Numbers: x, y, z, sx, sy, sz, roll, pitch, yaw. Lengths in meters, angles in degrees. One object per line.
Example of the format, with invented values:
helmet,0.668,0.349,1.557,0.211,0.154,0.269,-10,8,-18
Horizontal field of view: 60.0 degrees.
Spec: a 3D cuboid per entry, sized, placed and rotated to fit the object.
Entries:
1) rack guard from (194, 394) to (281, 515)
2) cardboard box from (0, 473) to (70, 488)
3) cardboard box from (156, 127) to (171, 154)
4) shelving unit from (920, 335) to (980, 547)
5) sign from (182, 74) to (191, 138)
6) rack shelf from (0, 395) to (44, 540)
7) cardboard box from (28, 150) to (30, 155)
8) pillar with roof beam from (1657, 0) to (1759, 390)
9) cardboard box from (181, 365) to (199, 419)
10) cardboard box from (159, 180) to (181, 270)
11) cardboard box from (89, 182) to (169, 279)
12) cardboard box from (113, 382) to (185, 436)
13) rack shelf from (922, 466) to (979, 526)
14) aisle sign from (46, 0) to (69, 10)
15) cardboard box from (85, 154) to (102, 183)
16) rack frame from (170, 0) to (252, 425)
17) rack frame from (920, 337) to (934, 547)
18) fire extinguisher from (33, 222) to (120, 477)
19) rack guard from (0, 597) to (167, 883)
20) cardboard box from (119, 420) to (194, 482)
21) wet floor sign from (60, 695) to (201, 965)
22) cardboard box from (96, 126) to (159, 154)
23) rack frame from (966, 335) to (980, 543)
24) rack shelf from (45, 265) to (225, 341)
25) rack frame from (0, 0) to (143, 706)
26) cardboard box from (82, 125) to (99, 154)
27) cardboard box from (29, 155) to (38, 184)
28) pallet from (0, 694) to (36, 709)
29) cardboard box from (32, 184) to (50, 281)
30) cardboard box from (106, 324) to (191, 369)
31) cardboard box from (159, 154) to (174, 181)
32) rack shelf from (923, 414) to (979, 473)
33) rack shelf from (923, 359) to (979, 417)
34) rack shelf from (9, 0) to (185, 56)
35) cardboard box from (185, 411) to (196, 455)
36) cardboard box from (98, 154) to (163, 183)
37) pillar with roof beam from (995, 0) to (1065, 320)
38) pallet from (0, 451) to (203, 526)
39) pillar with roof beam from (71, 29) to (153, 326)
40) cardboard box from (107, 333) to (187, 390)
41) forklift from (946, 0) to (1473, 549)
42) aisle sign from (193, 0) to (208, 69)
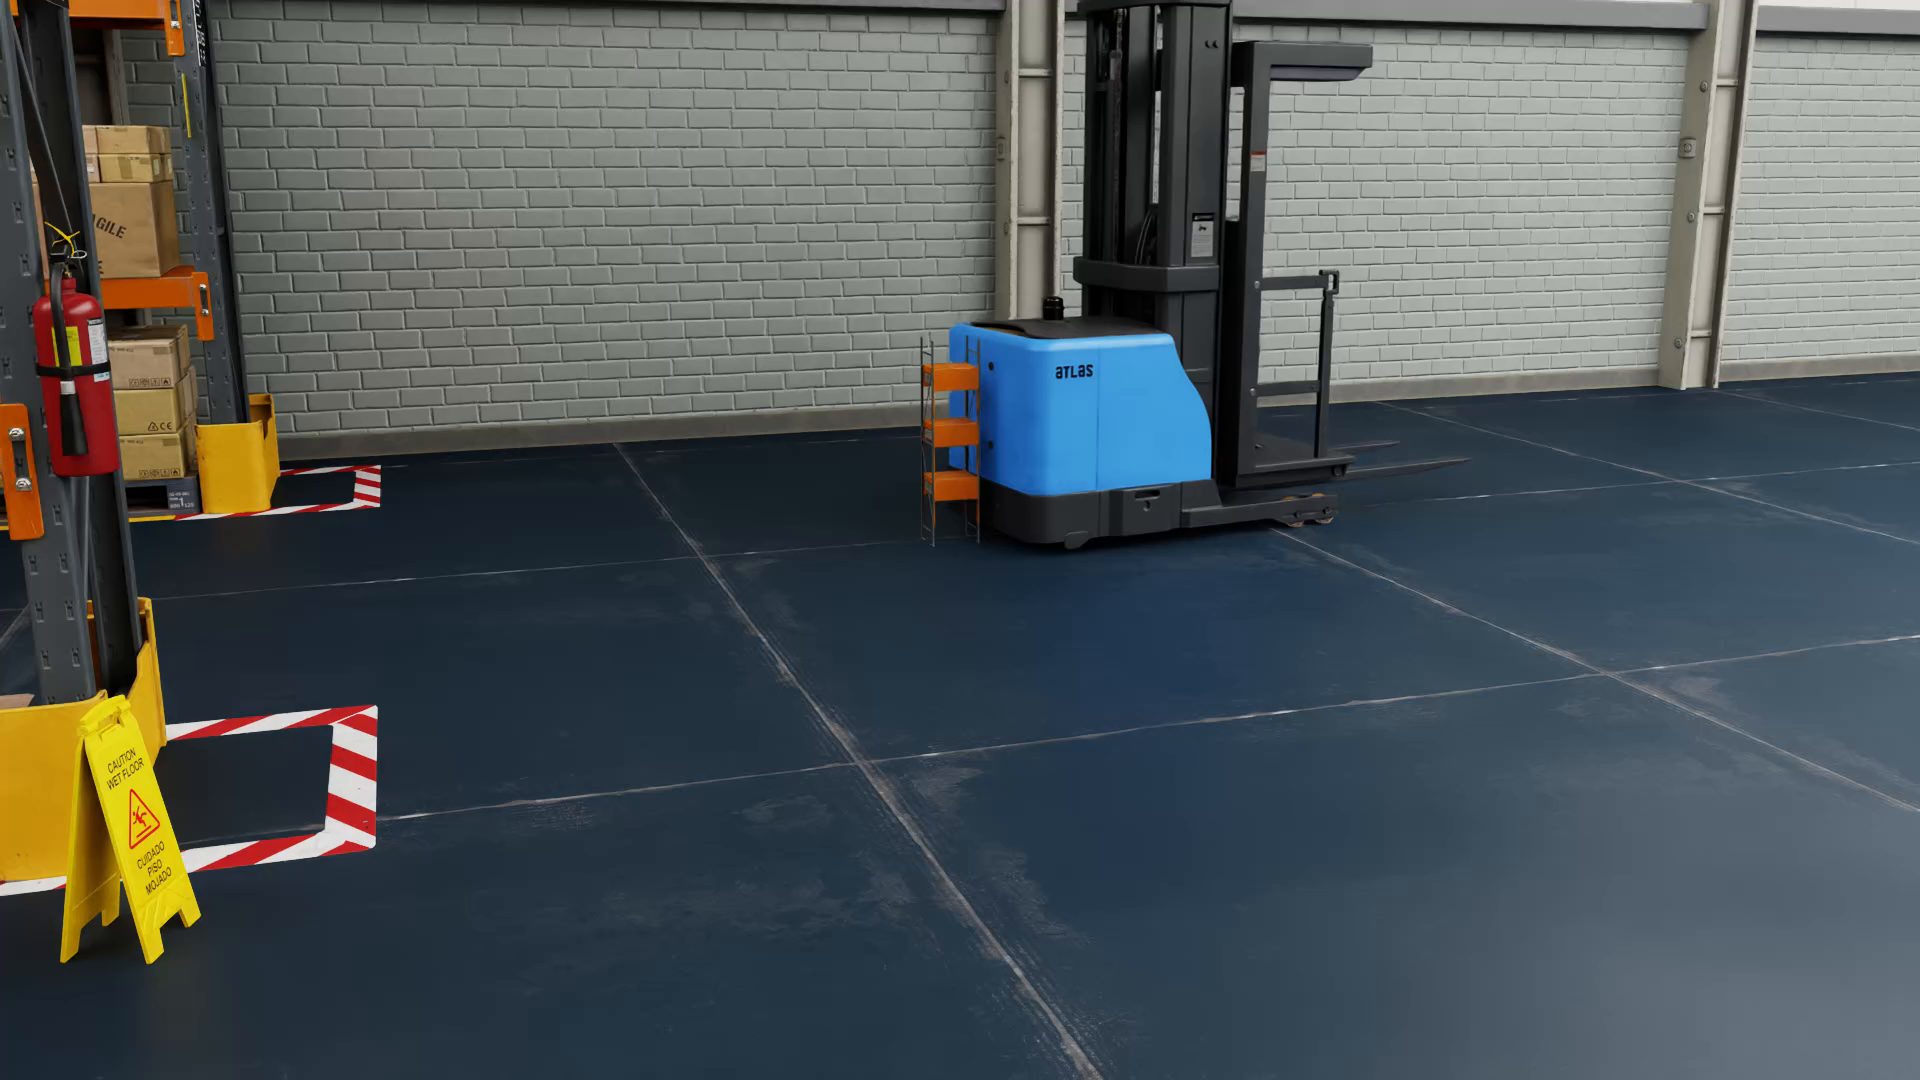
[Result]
rack guard,-4.225,-0.521,9.752,0.348,0.500,1.175,-4,14,-18
cardboard box,-5.066,-0.463,9.142,0.500,0.250,0.500,-4,14,-18
cardboard box,-4.634,-2.266,9.427,0.250,0.149,0.380,-5,14,-19
shelving unit,-0.051,-0.507,8.505,0.252,1.050,0.215,-4,14,-18
sign,-4.088,-2.294,8.789,0.005,0.325,0.100,-4,14,-18
rack shelf,-4.556,-0.149,4.342,4.000,0.370,1.077,-4,14,-18
cardboard box,-4.983,-2.121,8.817,0.250,0.149,0.380,-4,14,-17
pillar with roof beam,7.552,-4.741,9.130,0.400,9.000,9.100,-4,14,-18
cardboard box,-4.759,-0.856,9.713,0.500,0.250,0.500,-4,14,-17
cardboard box,-4.806,-1.808,9.546,0.500,0.500,0.500,-4,14,-16
cardboard box,-4.630,-1.690,9.049,0.500,0.500,0.500,-5,14,-19
cardboard box,-4.609,-0.740,9.228,0.500,0.250,0.500,-5,14,-19
rack shelf,-0.051,-0.226,8.571,0.240,0.259,0.215,-4,14,-18
aisle sign,-2.701,-1.984,4.884,0.004,0.787,0.394,-4,14,-18
cardboard box,-4.719,-1.987,8.896,0.250,0.149,0.380,-4,14,-17
rack frame,-4.247,-1.735,9.455,0.127,3.000,1.000,-4,14,-18
rack frame,-0.166,-0.498,8.467,0.008,1.050,0.200,-4,14,-18
fire extinguisher,-2.405,-0.517,4.499,0.183,0.674,0.296,-4,14,-18
rack guard,-2.733,0.575,5.145,0.348,0.500,1.175,-4,14,-18
cardboard box,-4.592,-0.498,9.288,0.500,0.250,0.500,-4,14,-18
wet floor sign,-2.139,0.719,4.225,0.232,0.644,0.267,0,13,1
cardboard box,-4.520,-2.171,9.029,0.250,0.149,0.380,-4,14,-18
rack frame,0.065,-0.516,8.543,0.008,1.050,0.200,-4,14,-18
rack shelf,-6.143,-1.238,8.918,4.000,0.370,1.077,-4,14,-18
rack frame,-2.661,-0.647,4.880,0.127,3.000,1.000,-4,14,-18
cardboard box,-4.744,-2.146,8.924,0.250,0.149,0.380,-4,14,-18
cardboard box,-4.985,-1.981,8.872,0.250,0.149,0.380,-4,14,-17
pallet,-3.514,0.768,4.959,1.213,0.211,1.003,-4,14,-18
cardboard box,-5.125,-1.654,8.897,0.500,0.500,0.500,-4,14,-16
cardboard box,-4.763,-1.094,9.635,0.500,0.250,0.500,-5,14,-19
cardboard box,-4.652,-2.131,9.503,0.250,0.149,0.380,-5,14,-20
rack shelf,-0.051,-0.497,8.507,0.240,0.259,0.215,-4,14,-18
rack shelf,-0.051,-0.773,8.441,0.240,0.259,0.215,-4,14,-18
rack shelf,-6.143,-2.697,8.571,4.000,0.370,1.077,-4,14,-18
cardboard box,-4.775,-0.608,9.753,0.500,0.250,0.500,-4,14,-18
cardboard box,-4.487,-2.012,9.003,0.250,0.149,0.380,-4,14,-17
pillar with roof beam,1.865,-4.299,7.268,0.400,9.000,9.100,-4,14,-18
pallet,-4.959,-0.313,9.502,1.213,0.211,1.003,-4,14,-18
pillar with roof beam,-3.822,-3.856,5.407,0.400,9.000,9.100,-4,14,-18
cardboard box,-4.584,-0.986,9.179,0.500,0.250,0.500,-4,14,-16
forklift,1.480,-1.593,9.008,3.031,2.935,1.130,-7,15,-26
aisle sign,-4.091,-2.940,8.904,0.004,0.787,0.394,-4,14,-18
